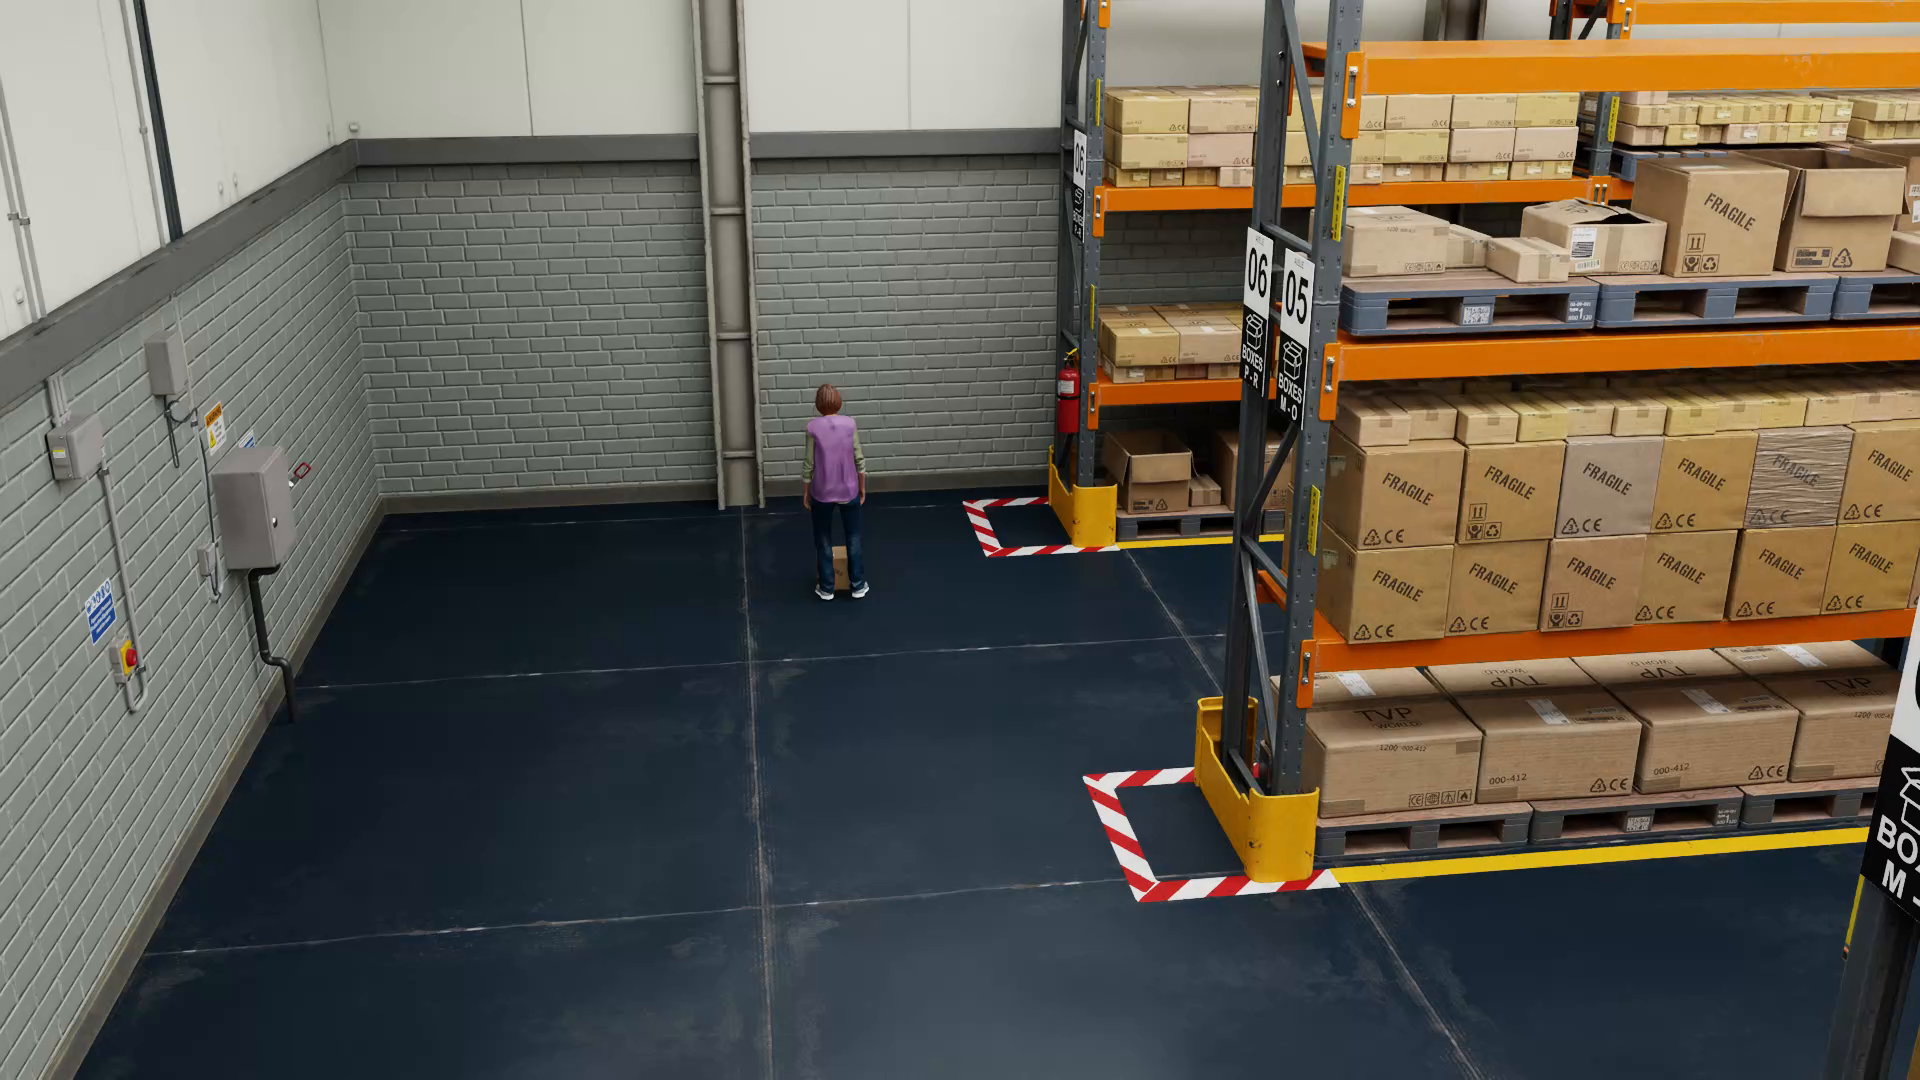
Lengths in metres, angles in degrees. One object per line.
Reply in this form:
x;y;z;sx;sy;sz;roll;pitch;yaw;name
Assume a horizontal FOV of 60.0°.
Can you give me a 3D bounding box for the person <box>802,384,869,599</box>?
-0.900;-0.334;11.995;0.477;1.592;0.345;-4;21;-11;person
